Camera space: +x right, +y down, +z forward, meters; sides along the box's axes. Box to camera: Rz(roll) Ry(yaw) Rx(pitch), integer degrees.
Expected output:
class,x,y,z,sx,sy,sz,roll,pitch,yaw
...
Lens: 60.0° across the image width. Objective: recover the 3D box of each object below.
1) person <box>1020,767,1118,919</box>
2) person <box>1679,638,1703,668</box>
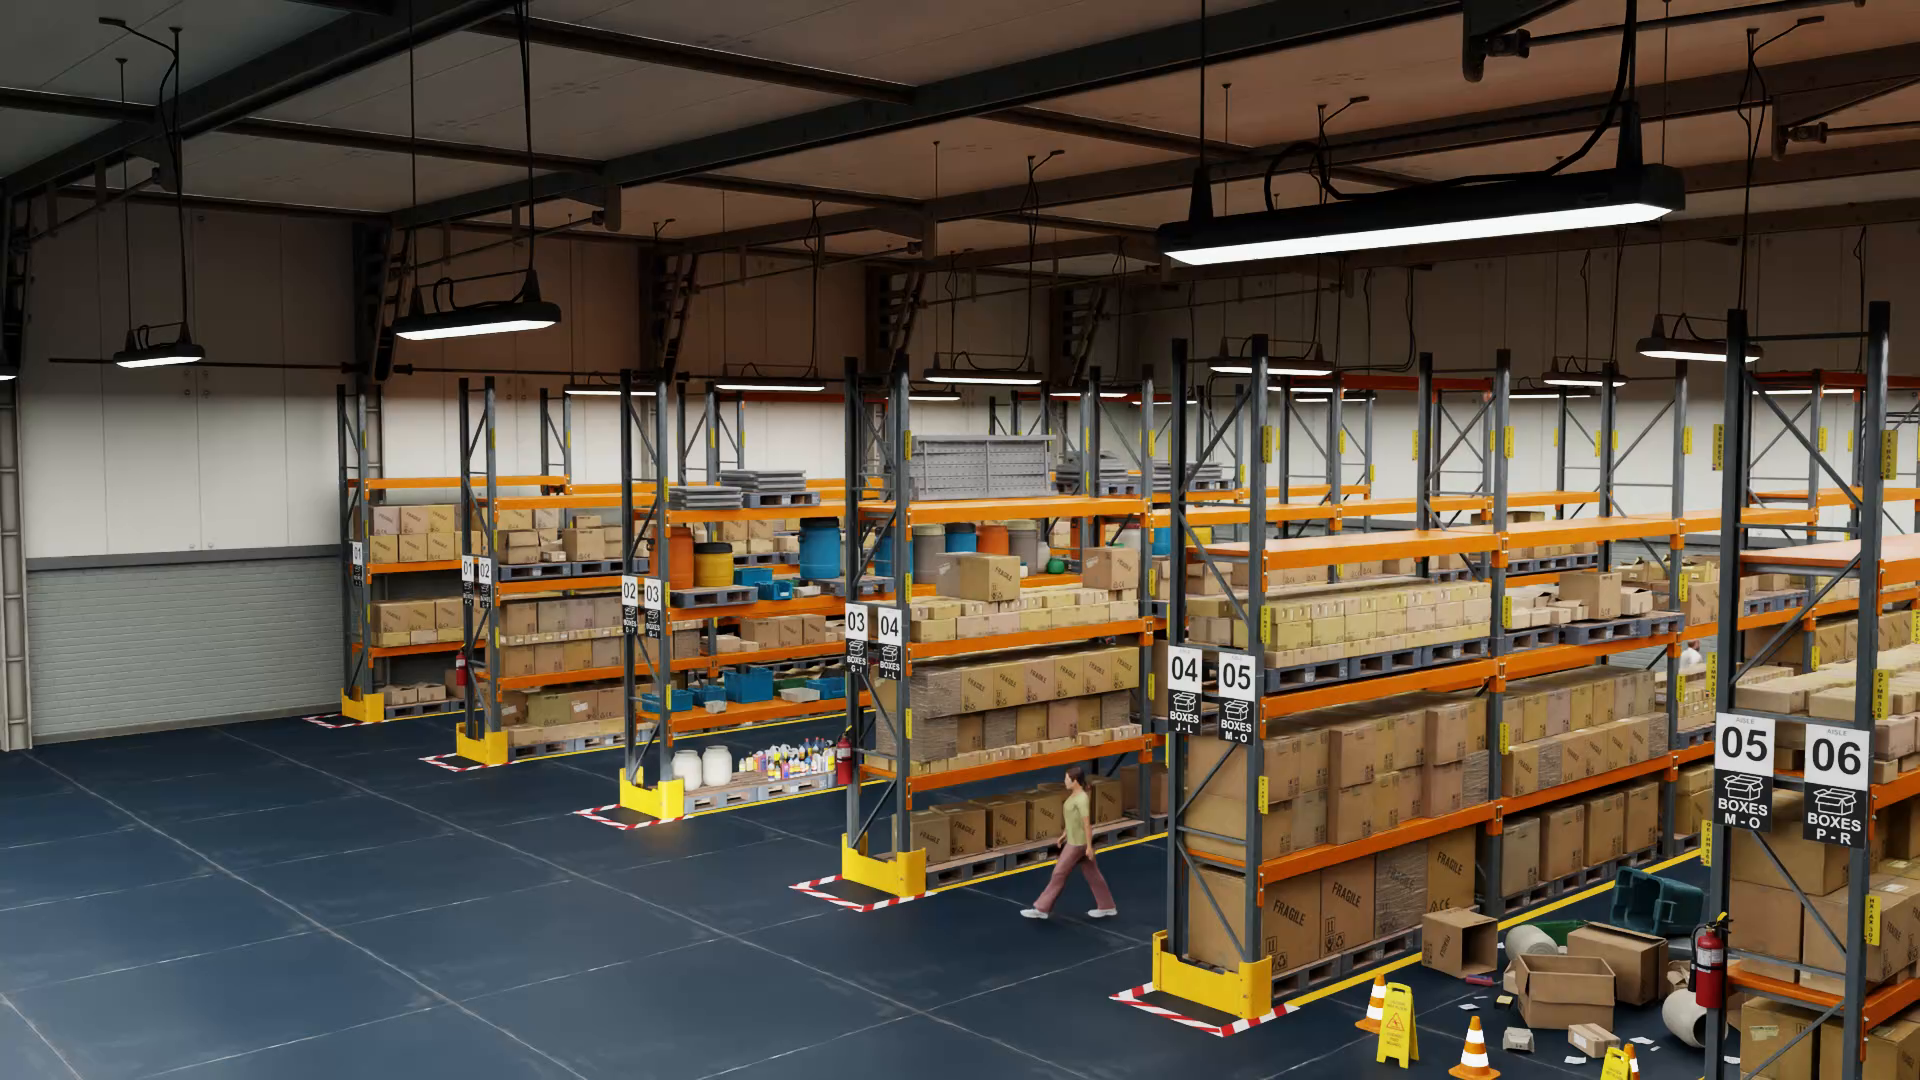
class,x,y,z,sx,sy,sz,roll,pitch,yaw
person,1.159,3.185,17.548,1.027,1.614,0.471,0,4,7
person,12.071,2.468,27.399,0.452,1.785,0.627,-1,4,-8
